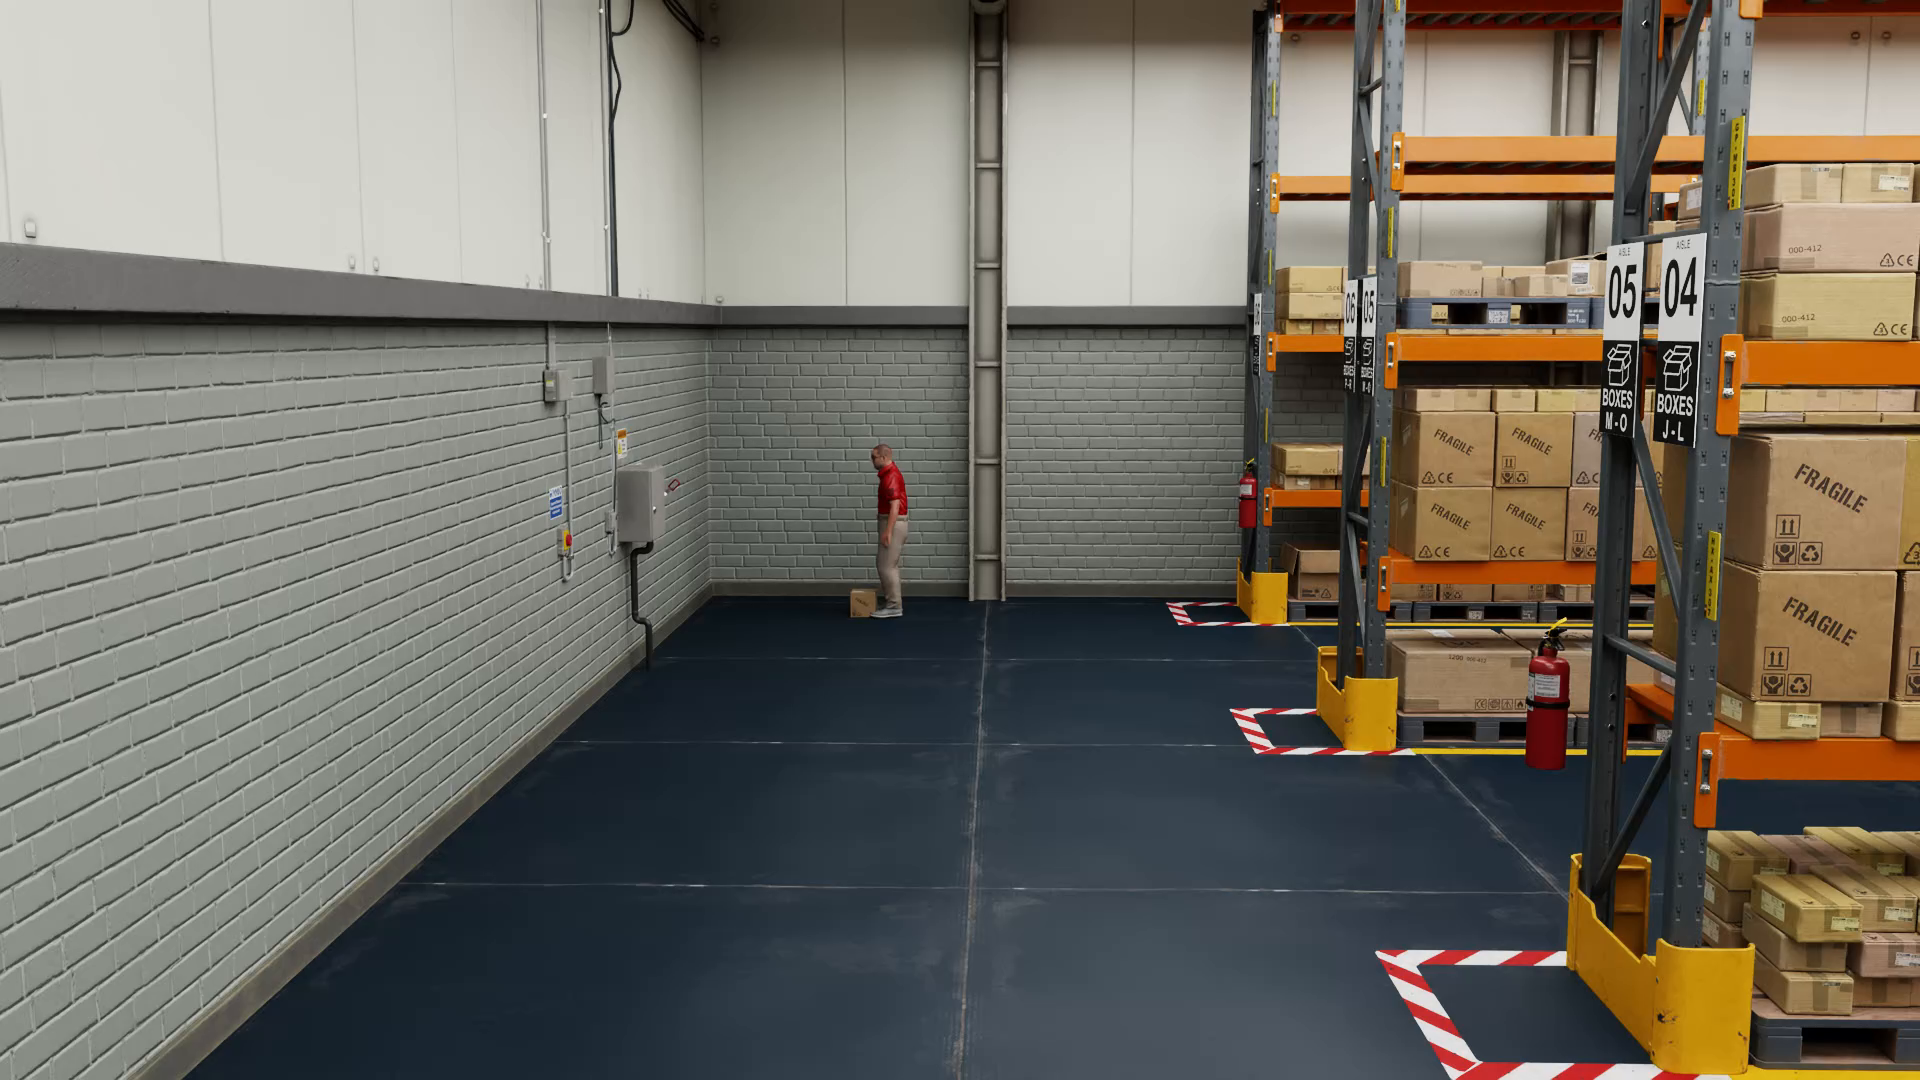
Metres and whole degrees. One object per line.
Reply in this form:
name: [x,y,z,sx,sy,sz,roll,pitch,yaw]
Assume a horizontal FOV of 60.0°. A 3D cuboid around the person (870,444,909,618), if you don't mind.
person: [-0.709,-0.099,16.613,0.394,1.726,0.605,0,7,-2]
